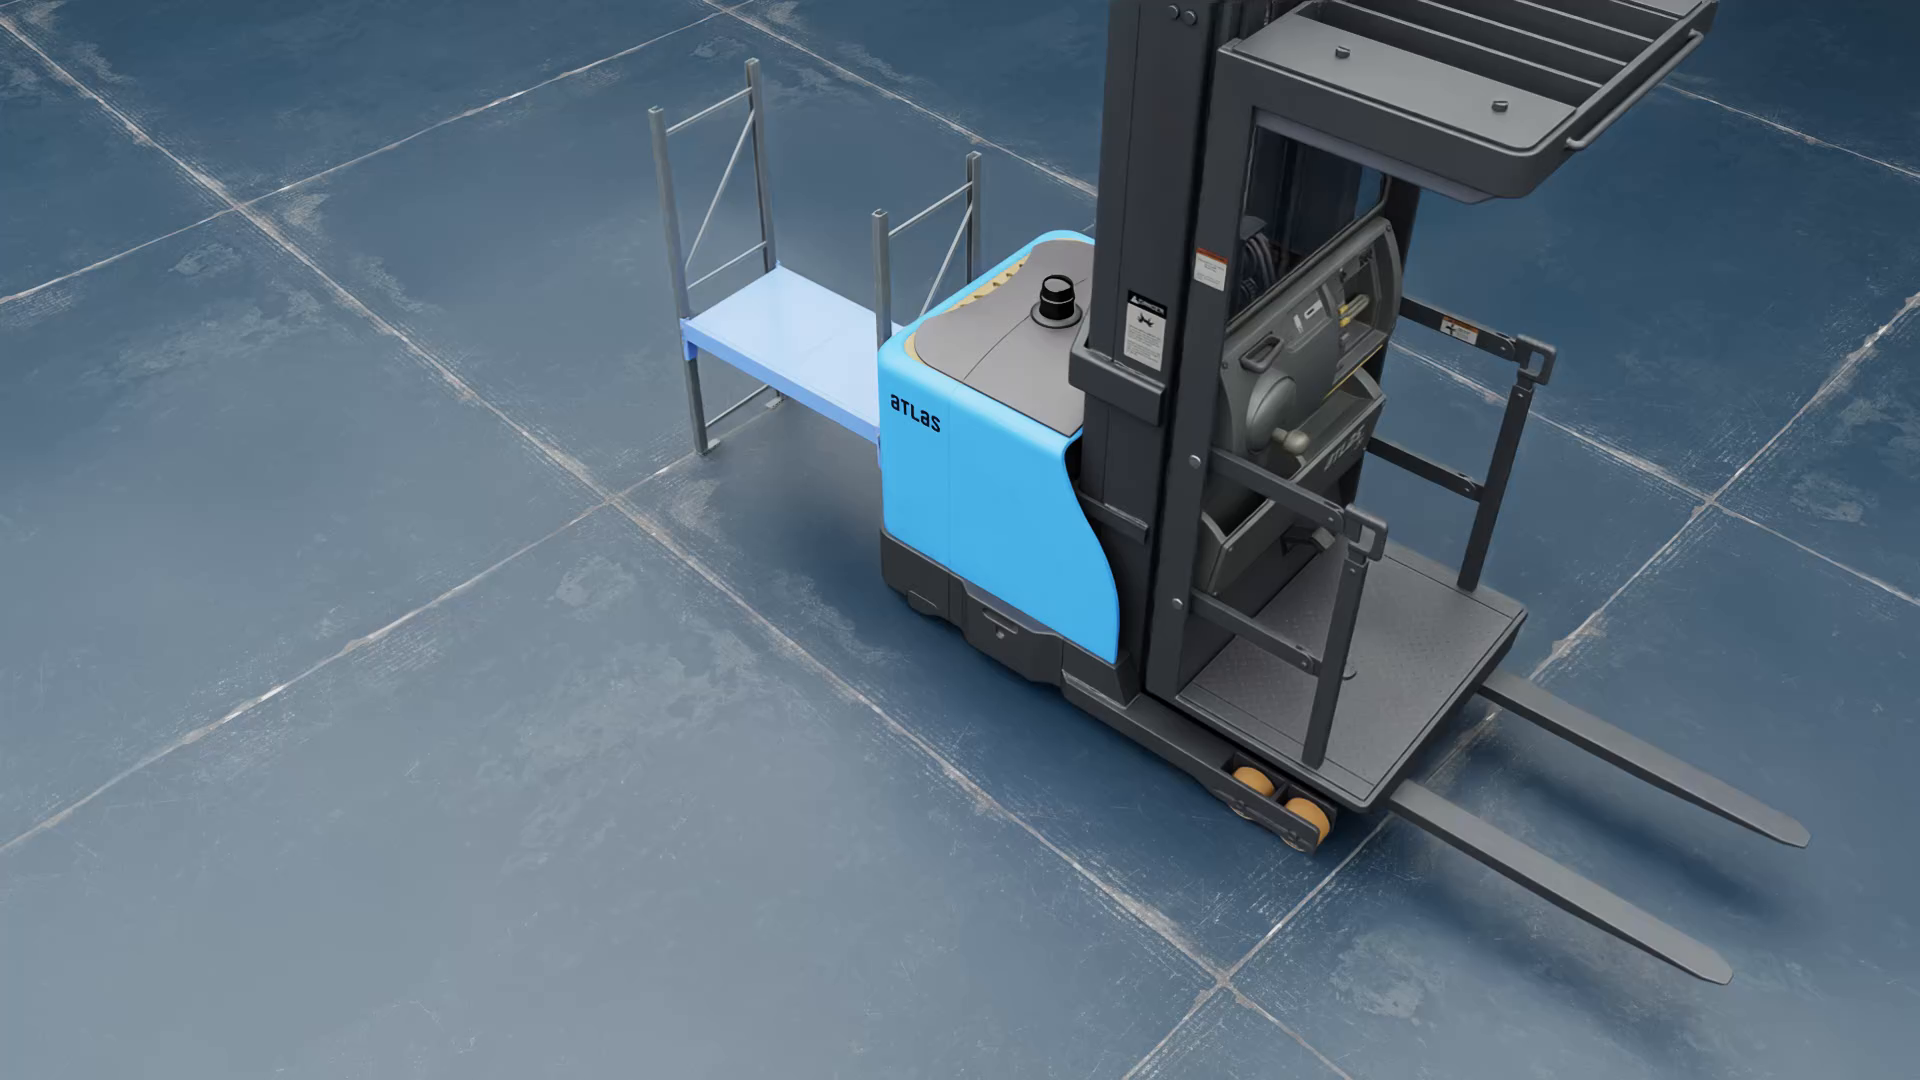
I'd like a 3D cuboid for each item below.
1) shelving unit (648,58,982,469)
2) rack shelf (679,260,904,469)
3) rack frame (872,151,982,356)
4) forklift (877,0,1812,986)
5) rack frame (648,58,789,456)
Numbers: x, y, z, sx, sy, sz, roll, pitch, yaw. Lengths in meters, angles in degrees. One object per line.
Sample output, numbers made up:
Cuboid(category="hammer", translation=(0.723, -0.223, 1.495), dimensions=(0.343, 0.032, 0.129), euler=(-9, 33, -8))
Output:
Cuboid(category="shelving unit", translation=(-0.491, -0.799, 6.010), dimensions=(1.048, 1.500, 0.538), euler=(30, 50, 28))
Cuboid(category="rack shelf", translation=(-0.491, -0.667, 6.132), dimensions=(1.000, 0.185, 0.538), euler=(30, 50, 28))
Cuboid(category="rack frame", translation=(-0.101, -0.578, 5.770), dimensions=(0.032, 1.500, 0.500), euler=(30, 50, 28))
Cuboid(category="forklift", translation=(1.170, -0.515, 4.648), dimensions=(3.031, 2.935, 1.130), euler=(30, 50, 28))
Cuboid(category="rack frame", translation=(-0.881, -1.021, 6.249), dimensions=(0.032, 1.500, 0.500), euler=(30, 50, 28))
